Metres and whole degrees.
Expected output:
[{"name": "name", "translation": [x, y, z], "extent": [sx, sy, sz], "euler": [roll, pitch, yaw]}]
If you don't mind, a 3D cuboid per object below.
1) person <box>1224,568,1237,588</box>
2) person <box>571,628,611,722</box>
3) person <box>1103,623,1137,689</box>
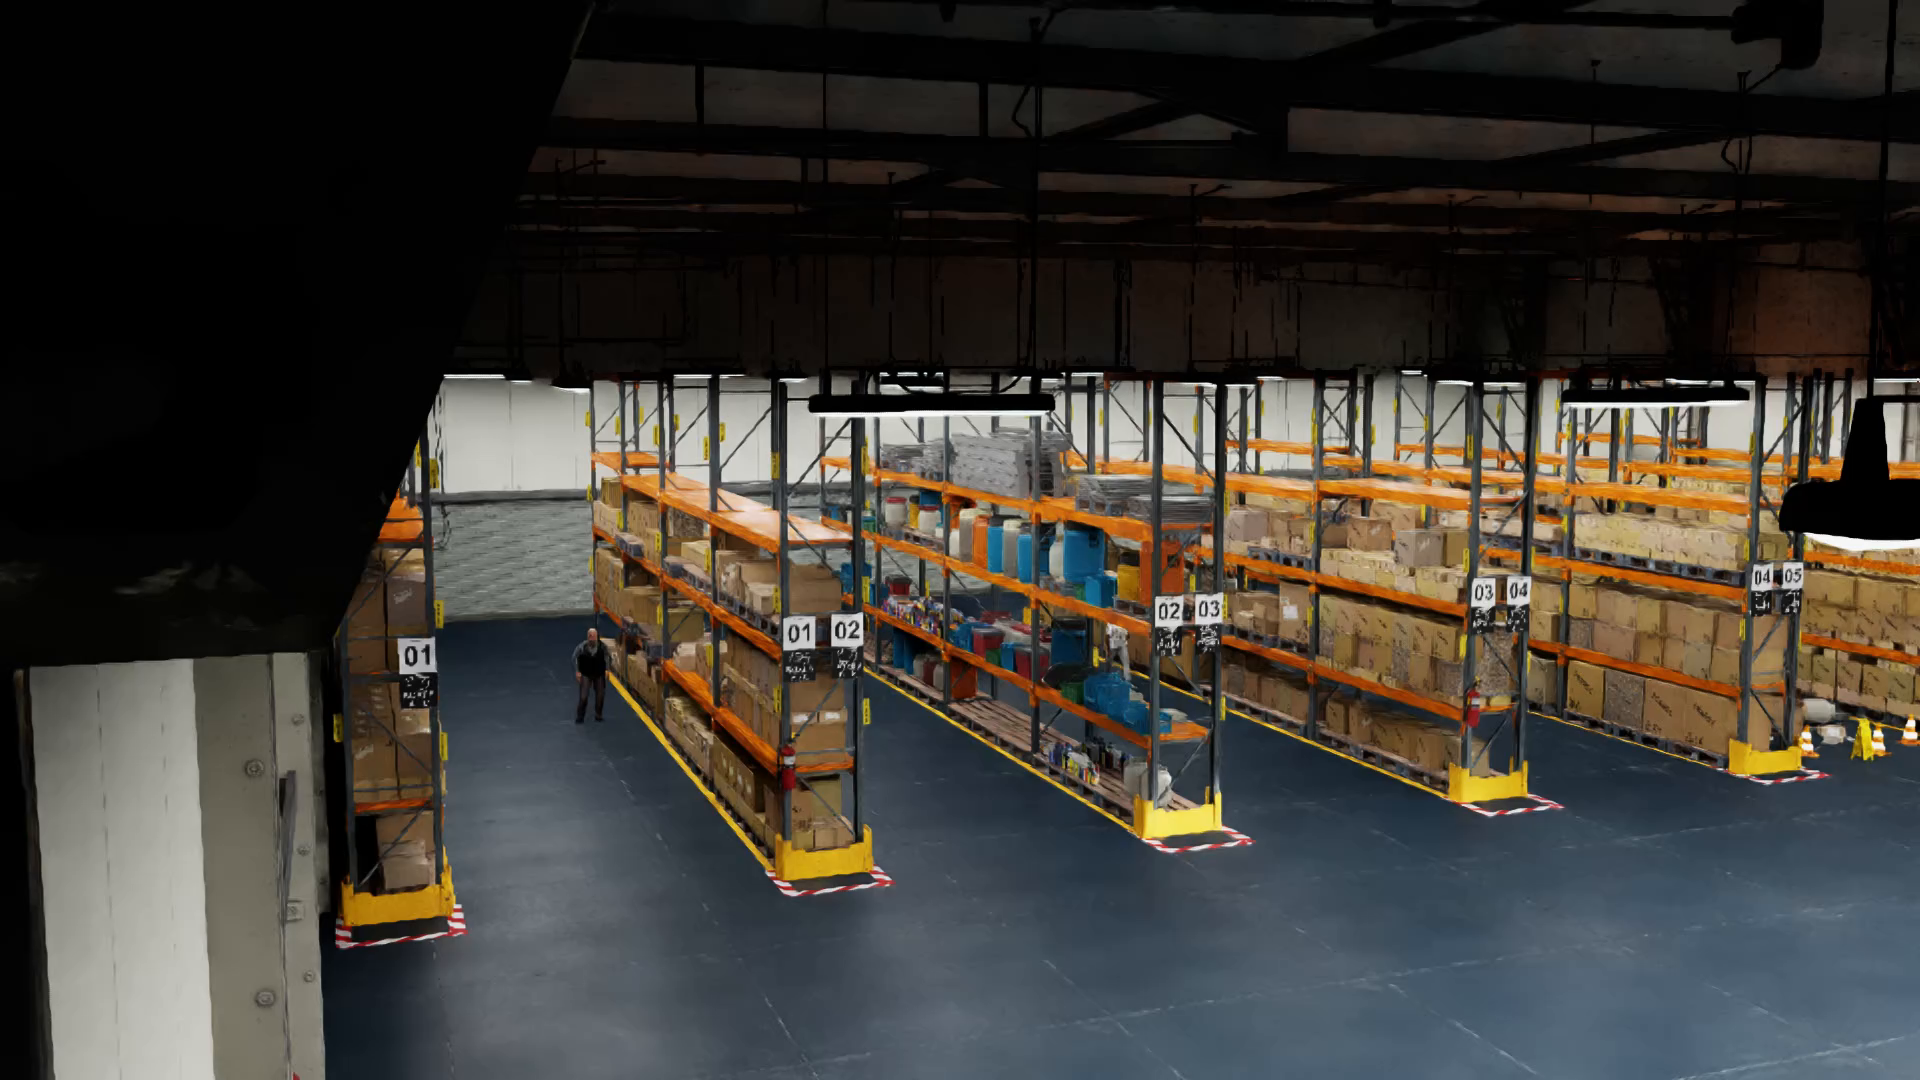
[{"name": "person", "translation": [6.048, 1.420, 36.933], "extent": [0.459, 1.594, 0.407], "euler": [5, 8, 38]}, {"name": "person", "translation": [-6.335, 2.319, 28.601], "extent": [0.677, 1.674, 0.534], "euler": [-3, 7, -22]}, {"name": "person", "translation": [2.984, 2.003, 31.541], "extent": [0.457, 1.586, 1.075], "euler": [-2, 7, -18]}]
